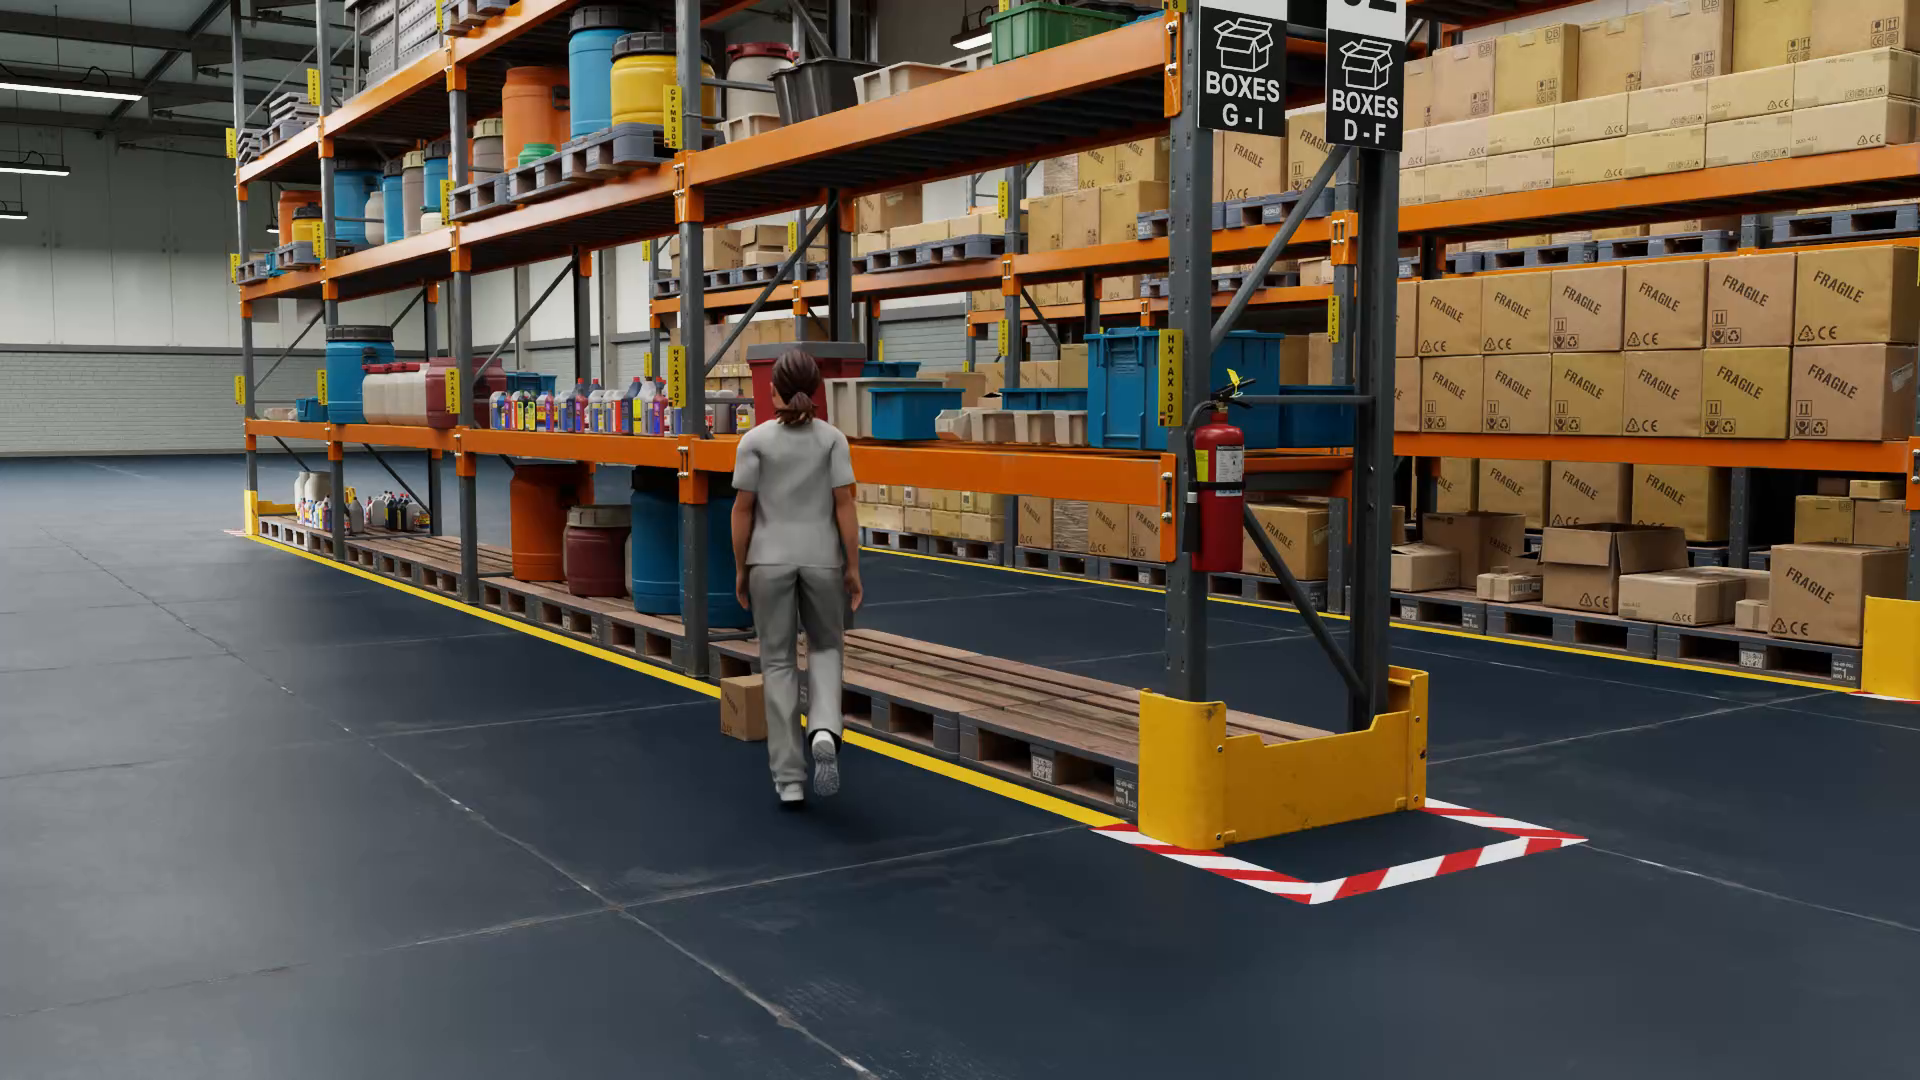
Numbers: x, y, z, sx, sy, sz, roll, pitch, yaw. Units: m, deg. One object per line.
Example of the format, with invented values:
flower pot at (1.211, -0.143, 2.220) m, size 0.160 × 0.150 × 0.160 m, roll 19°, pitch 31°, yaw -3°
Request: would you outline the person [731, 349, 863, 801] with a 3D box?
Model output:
person at (-0.614, 0.126, 6.195) m, size 0.474 × 1.663 × 0.453 m, roll -1°, pitch 5°, yaw -14°
